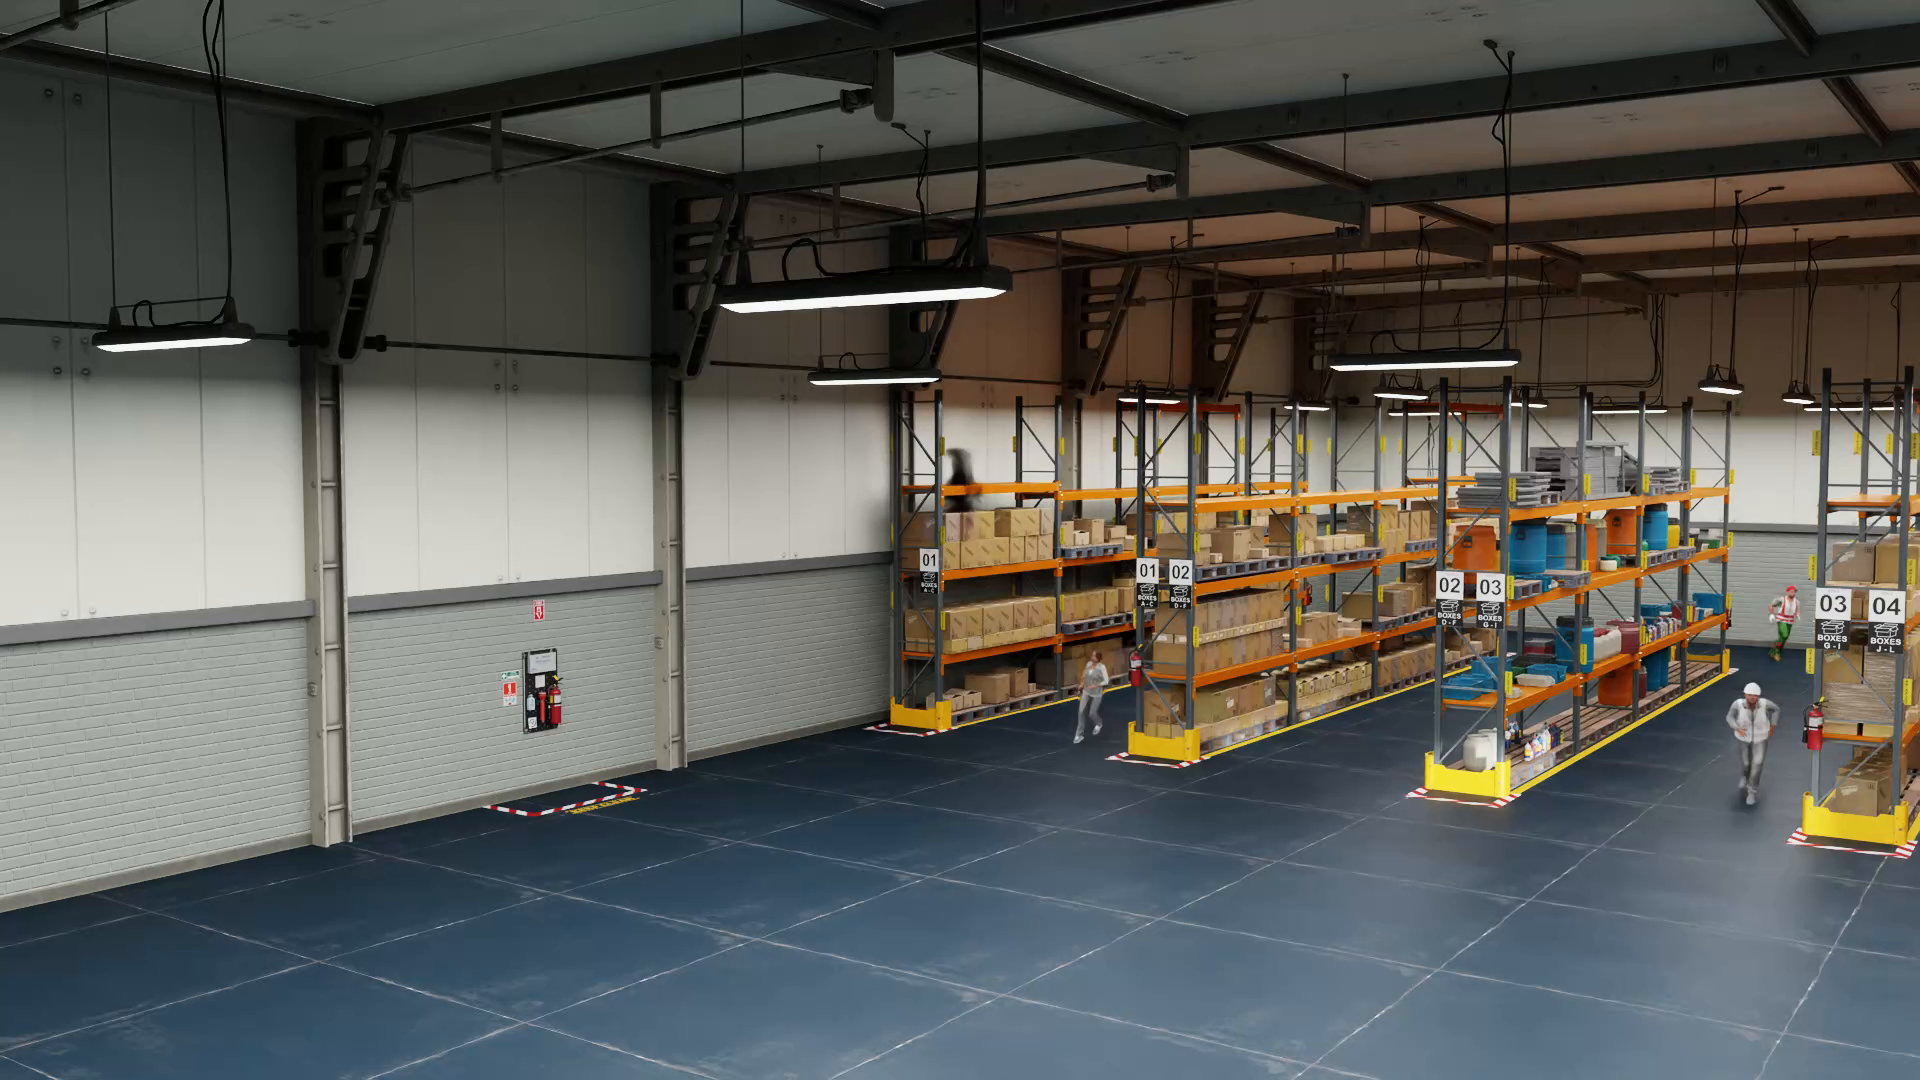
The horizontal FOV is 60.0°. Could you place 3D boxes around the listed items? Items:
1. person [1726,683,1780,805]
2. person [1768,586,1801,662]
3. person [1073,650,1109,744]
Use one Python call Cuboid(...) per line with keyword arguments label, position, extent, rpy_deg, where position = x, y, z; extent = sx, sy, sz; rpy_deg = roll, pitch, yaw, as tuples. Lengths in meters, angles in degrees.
Cuboid(label="person", position=(11.241, 2.846, 23.616), extent=(0.701, 1.735, 1.040), rpy_deg=(1, 3, 19))
Cuboid(label="person", position=(19.153, 1.931, 38.668), extent=(0.736, 1.754, 0.813), rpy_deg=(0, 3, -9))
Cuboid(label="person", position=(2.288, 2.687, 28.213), extent=(0.569, 1.486, 0.801), rpy_deg=(2, 4, 30))
